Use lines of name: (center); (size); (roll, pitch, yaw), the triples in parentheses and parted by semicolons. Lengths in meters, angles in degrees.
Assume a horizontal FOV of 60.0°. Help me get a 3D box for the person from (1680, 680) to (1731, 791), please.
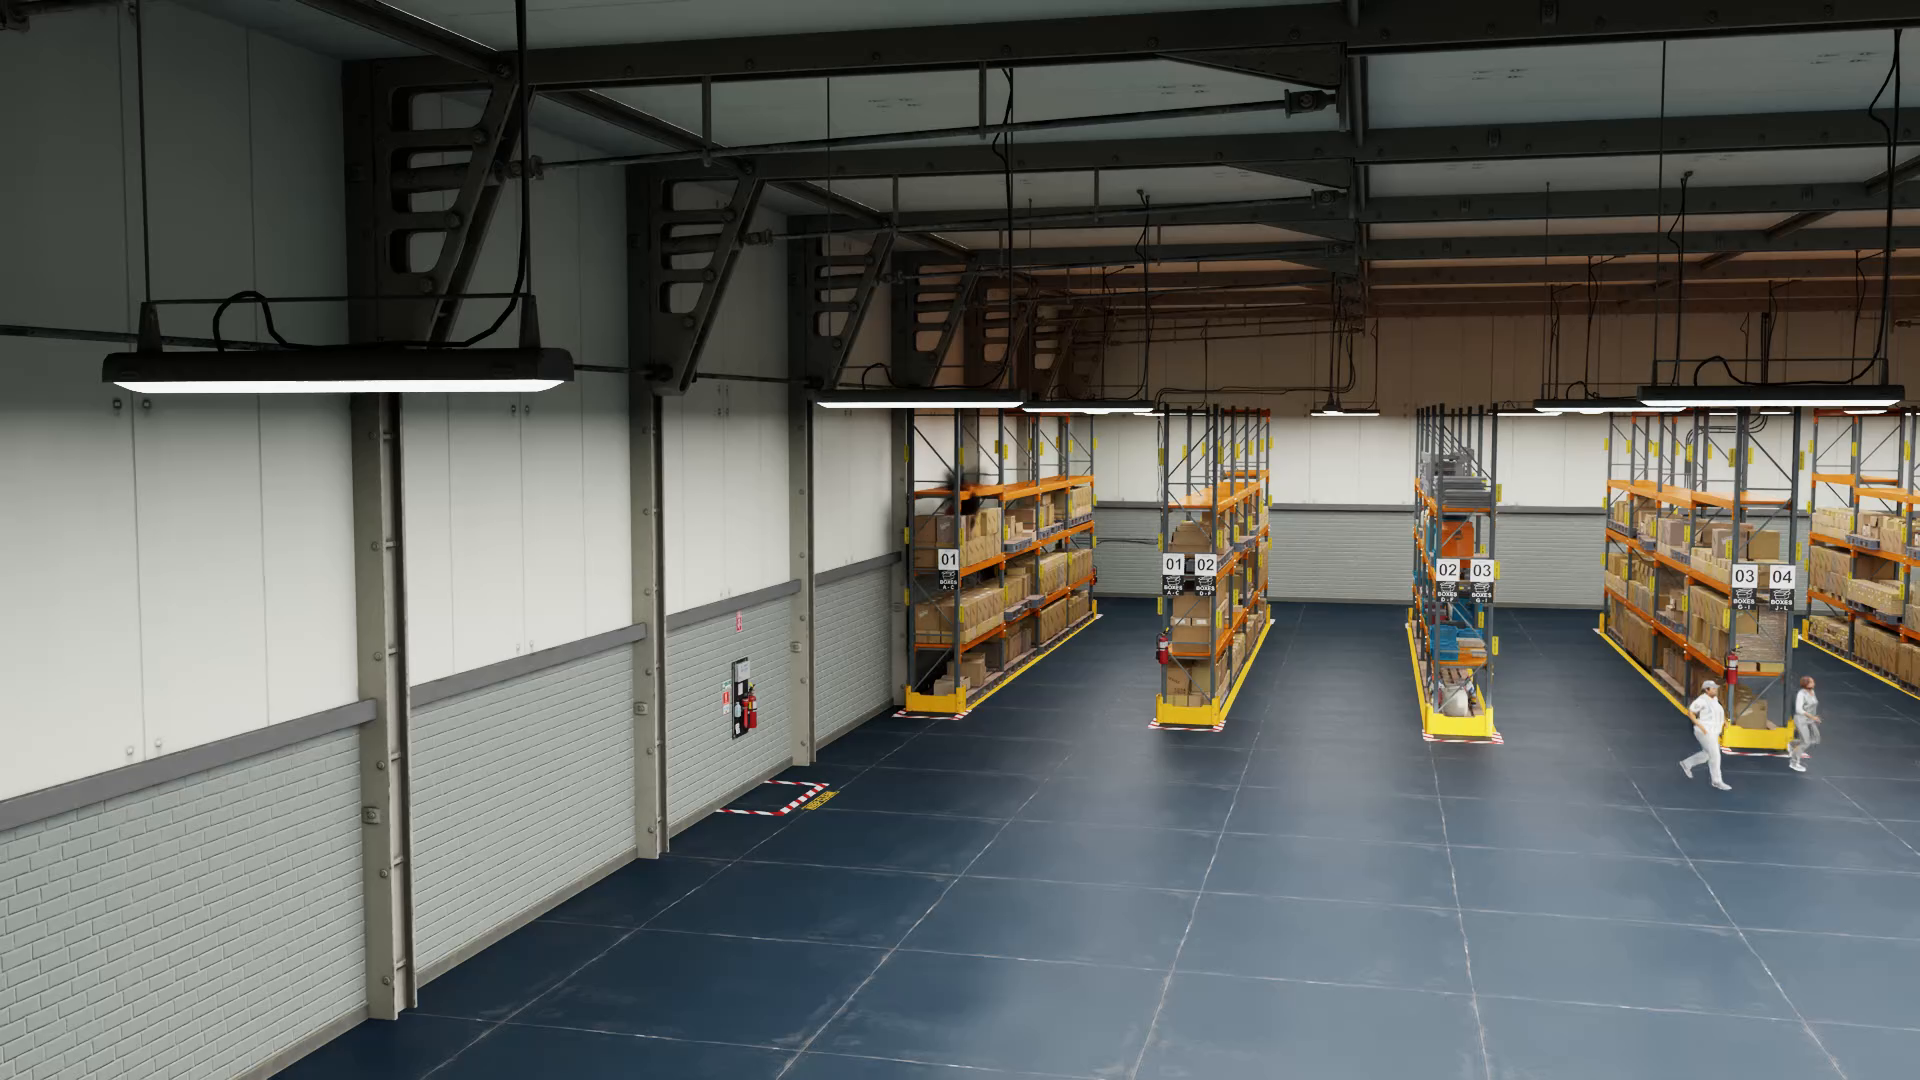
person: (11.630, 3.008, 25.924); (0.611, 1.666, 0.868); (-4, 6, -41)

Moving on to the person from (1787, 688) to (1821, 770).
person: (13.753, 3.084, 27.148); (0.346, 1.352, 0.509); (-3, 5, -36)

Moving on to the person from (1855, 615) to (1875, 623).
person: (23.795, 1.772, 43.750); (0.715, 1.499, 1.050); (-1, 4, -18)
